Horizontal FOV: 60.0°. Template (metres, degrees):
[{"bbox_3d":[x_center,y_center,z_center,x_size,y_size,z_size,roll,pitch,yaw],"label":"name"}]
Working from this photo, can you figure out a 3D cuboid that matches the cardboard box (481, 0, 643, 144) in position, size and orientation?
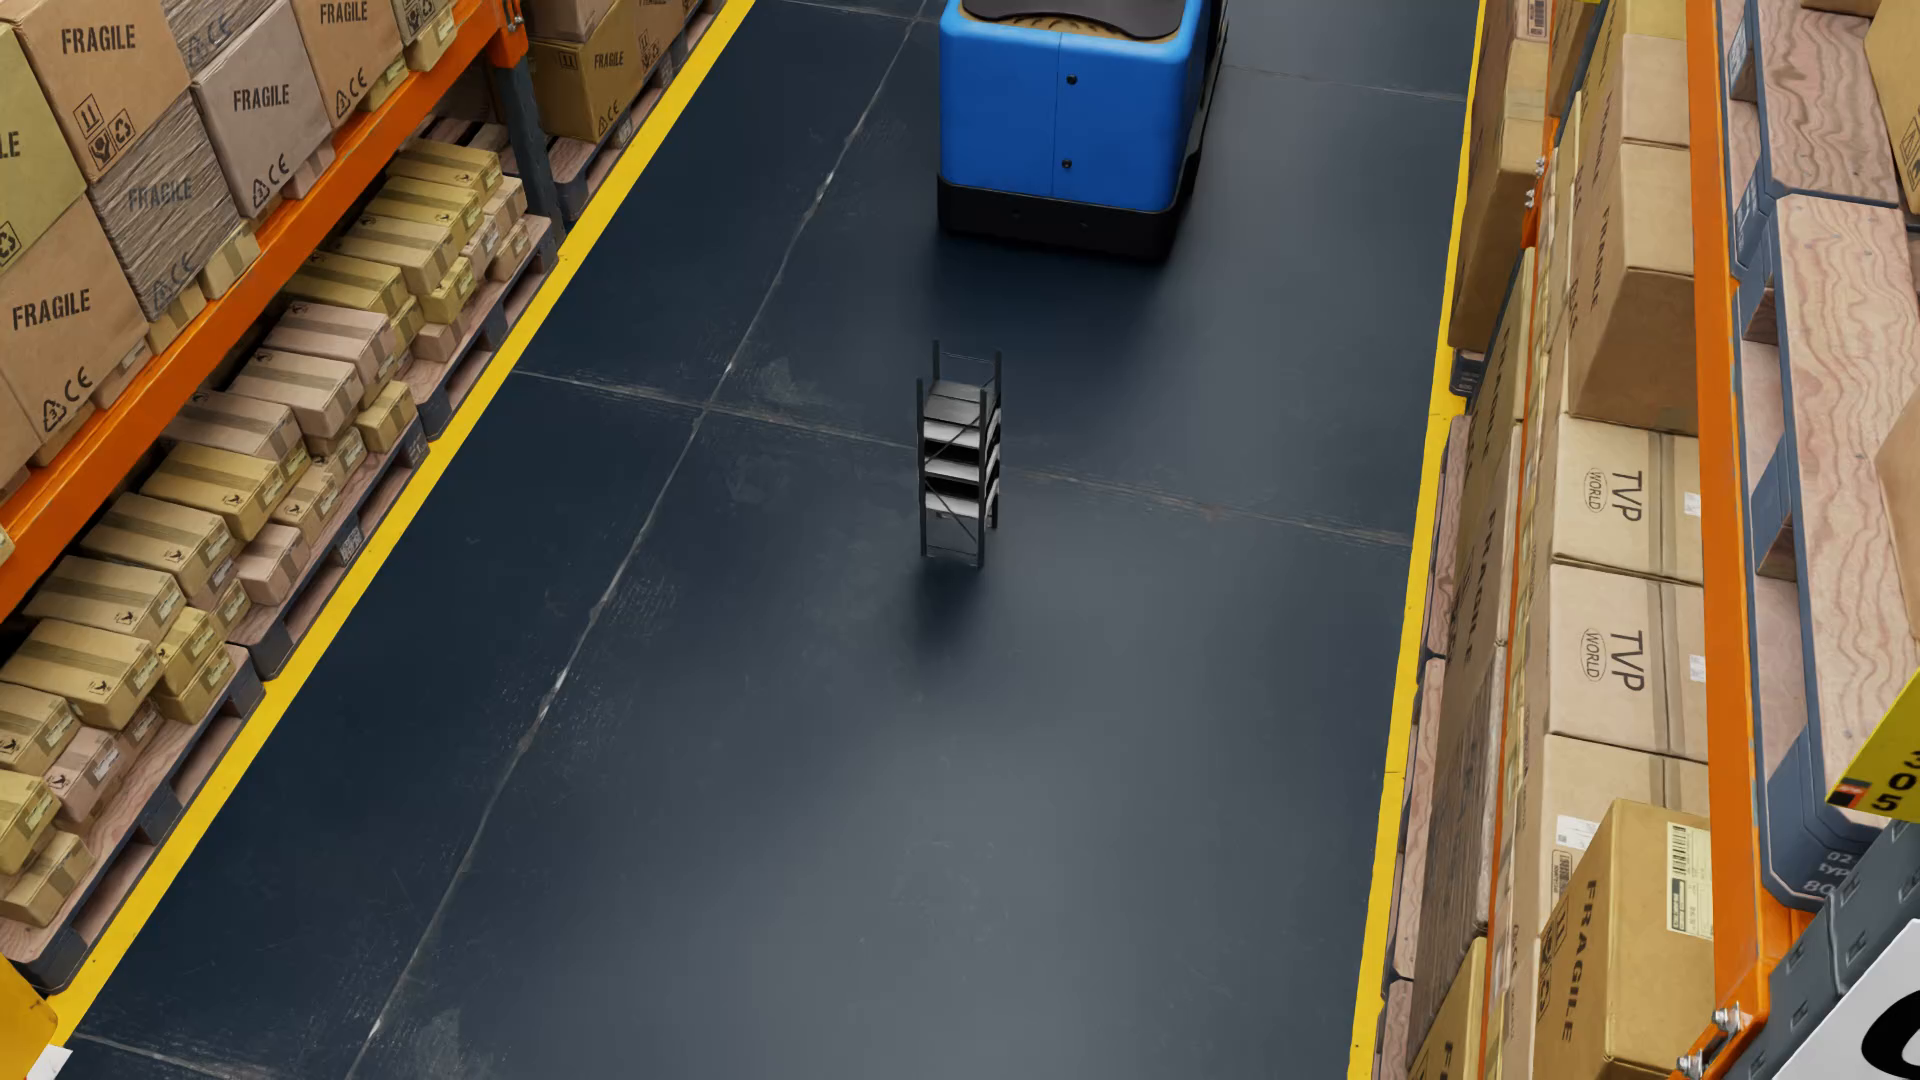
[{"bbox_3d":[-1.808,-2.194,7.573,0.500,0.500,0.500,13,50,11],"label":"cardboard box"}]

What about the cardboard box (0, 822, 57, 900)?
[{"bbox_3d":[-2.925,0.871,4.904,0.380,0.149,0.250,13,50,12],"label":"cardboard box"}]

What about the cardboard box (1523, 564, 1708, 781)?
[{"bbox_3d":[1.587,0.358,3.835,0.500,0.250,0.500,10,49,9],"label":"cardboard box"}]

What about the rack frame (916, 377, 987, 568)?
[{"bbox_3d":[-0.029,-0.218,5.843,0.240,0.900,0.006,12,50,10],"label":"rack frame"}]

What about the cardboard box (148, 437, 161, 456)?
[{"bbox_3d":[-2.985,-0.459,5.879,0.380,0.149,0.250,12,50,10],"label":"cardboard box"}]

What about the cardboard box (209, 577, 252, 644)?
[{"bbox_3d":[-2.667,0.229,5.669,0.380,0.149,0.250,12,50,10],"label":"cardboard box"}]

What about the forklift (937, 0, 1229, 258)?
[{"bbox_3d":[0.735,-3.328,7.233,1.130,2.935,3.031,10,49,9],"label":"forklift"}]

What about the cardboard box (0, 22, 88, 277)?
[{"bbox_3d":[-2.651,-0.980,4.182,0.500,0.500,0.500,11,49,9],"label":"cardboard box"}]

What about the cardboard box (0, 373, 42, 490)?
[{"bbox_3d":[-2.810,-0.301,4.250,0.500,0.500,0.500,12,50,10],"label":"cardboard box"}]

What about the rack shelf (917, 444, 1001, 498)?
[{"bbox_3d":[-0.002,-0.270,5.932,0.258,0.077,0.200,12,50,10],"label":"rack shelf"}]

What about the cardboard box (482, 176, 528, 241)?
[{"bbox_3d":[-2.034,-1.404,6.911,0.380,0.149,0.250,12,50,11],"label":"cardboard box"}]

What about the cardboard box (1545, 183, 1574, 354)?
[{"bbox_3d":[1.988,-0.750,4.813,0.500,0.250,0.500,11,50,10],"label":"cardboard box"}]

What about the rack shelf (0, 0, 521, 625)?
[{"bbox_3d":[-2.784,-0.715,5.361,1.077,0.370,4.000,12,50,10],"label":"rack shelf"}]

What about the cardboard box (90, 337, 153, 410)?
[{"bbox_3d":[-2.637,-0.548,4.901,0.380,0.149,0.250,11,49,9],"label":"cardboard box"}]

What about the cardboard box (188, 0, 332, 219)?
[{"bbox_3d":[-2.383,-1.391,5.212,0.500,0.500,0.500,11,50,10],"label":"cardboard box"}]

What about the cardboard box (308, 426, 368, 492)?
[{"bbox_3d":[-2.438,-0.321,6.154,0.380,0.149,0.250,12,50,11],"label":"cardboard box"}]

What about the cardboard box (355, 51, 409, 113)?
[{"bbox_3d":[-2.198,-1.675,5.895,0.380,0.149,0.250,13,50,12],"label":"cardboard box"}]

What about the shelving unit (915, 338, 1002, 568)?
[{"bbox_3d":[-0.002,-0.292,5.907,0.258,0.900,0.210,12,50,10],"label":"shelving unit"}]

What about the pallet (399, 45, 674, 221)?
[{"bbox_3d":[-2.055,-2.041,7.910,1.003,0.211,1.213,12,50,10],"label":"pallet"}]

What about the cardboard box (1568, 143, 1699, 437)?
[{"bbox_3d":[1.858,-0.617,4.196,0.500,0.500,0.500,10,49,9],"label":"cardboard box"}]

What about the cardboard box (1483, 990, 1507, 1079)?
[{"bbox_3d":[1.290,1.117,3.431,0.380,0.149,0.250,12,50,10],"label":"cardboard box"}]

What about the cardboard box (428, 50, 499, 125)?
[{"bbox_3d":[-2.306,-2.297,7.664,0.500,0.500,0.500,11,49,9],"label":"cardboard box"}]

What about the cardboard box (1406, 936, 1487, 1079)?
[{"bbox_3d":[1.539,1.630,3.947,0.875,0.875,0.875,12,50,10],"label":"cardboard box"}]

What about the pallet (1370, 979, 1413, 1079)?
[{"bbox_3d":[1.583,1.874,4.455,1.003,0.211,1.213,12,50,10],"label":"pallet"}]

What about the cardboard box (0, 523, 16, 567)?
[{"bbox_3d":[-2.760,0.030,4.390,0.380,0.149,0.250,10,49,9],"label":"cardboard box"}]

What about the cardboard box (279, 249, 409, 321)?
[{"bbox_3d":[-2.332,-0.937,6.301,0.380,0.149,0.250,13,50,11],"label":"cardboard box"}]

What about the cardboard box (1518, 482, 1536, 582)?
[{"bbox_3d":[1.693,0.011,4.407,0.380,0.149,0.250,10,49,9],"label":"cardboard box"}]

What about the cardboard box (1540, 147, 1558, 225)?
[{"bbox_3d":[2.102,-1.117,5.403,0.380,0.149,0.250,12,50,10],"label":"cardboard box"}]

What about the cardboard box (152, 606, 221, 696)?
[{"bbox_3d":[-2.648,0.325,5.385,0.380,0.149,0.250,13,50,11],"label":"cardboard box"}]

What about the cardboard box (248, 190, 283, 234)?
[{"bbox_3d":[-2.451,-1.117,5.403,0.380,0.149,0.250,11,49,9],"label":"cardboard box"}]

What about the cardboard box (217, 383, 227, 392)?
[{"bbox_3d":[-2.968,-0.552,6.159,0.380,0.149,0.250,11,50,10],"label":"cardboard box"}]

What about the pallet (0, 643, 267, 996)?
[{"bbox_3d":[-3.043,0.780,5.421,1.003,0.211,1.213,12,50,10],"label":"pallet"}]

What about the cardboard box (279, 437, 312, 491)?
[{"bbox_3d":[-2.557,-0.283,5.922,0.380,0.149,0.250,14,50,12],"label":"cardboard box"}]

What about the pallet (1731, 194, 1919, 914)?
[{"bbox_3d":[1.633,0.043,2.270,1.003,0.211,1.213,12,50,10],"label":"pallet"}]

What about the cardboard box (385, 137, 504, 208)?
[{"bbox_3d":[-2.101,-1.484,6.783,0.380,0.149,0.250,13,50,11],"label":"cardboard box"}]

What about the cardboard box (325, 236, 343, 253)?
[{"bbox_3d":[-2.672,-1.111,6.653,0.380,0.149,0.250,11,50,10],"label":"cardboard box"}]

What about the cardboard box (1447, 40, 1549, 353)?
[{"bbox_3d":[2.650,-1.251,6.490,1.225,0.875,0.875,12,50,10],"label":"cardboard box"}]

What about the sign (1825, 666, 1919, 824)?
[{"bbox_3d":[0.928,0.169,1.562,0.100,0.325,0.005,12,50,10],"label":"sign"}]

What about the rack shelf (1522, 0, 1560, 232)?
[{"bbox_3d":[3.027,-2.557,6.986,1.077,0.370,4.000,12,50,10],"label":"rack shelf"}]

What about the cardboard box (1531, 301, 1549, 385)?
[{"bbox_3d":[1.896,-0.546,4.898,0.380,0.149,0.250,10,49,9],"label":"cardboard box"}]

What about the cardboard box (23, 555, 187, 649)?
[{"bbox_3d":[-2.713,0.213,5.286,0.380,0.149,0.250,9,49,8],"label":"cardboard box"}]

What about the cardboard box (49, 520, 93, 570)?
[{"bbox_3d":[-3.188,0.008,5.665,0.380,0.149,0.250,12,50,11],"label":"cardboard box"}]

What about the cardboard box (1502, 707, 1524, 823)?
[{"bbox_3d":[1.491,0.567,3.917,0.380,0.149,0.250,11,49,9],"label":"cardboard box"}]

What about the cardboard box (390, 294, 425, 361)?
[{"bbox_3d":[-2.308,-0.846,6.419,0.380,0.149,0.250,12,50,10],"label":"cardboard box"}]

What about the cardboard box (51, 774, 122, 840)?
[{"bbox_3d":[-2.874,0.776,5.186,0.380,0.149,0.250,11,50,10],"label":"cardboard box"}]

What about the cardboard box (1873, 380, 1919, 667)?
[{"bbox_3d":[1.533,-0.039,1.870,0.700,0.500,0.500,9,49,8],"label":"cardboard box"}]

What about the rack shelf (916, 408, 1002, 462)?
[{"bbox_3d":[-0.002,-0.389,5.797,0.258,0.077,0.200,12,50,10],"label":"rack shelf"}]

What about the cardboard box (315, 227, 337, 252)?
[{"bbox_3d":[-2.697,-1.204,6.537,0.380,0.149,0.250,11,49,10],"label":"cardboard box"}]

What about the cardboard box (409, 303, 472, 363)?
[{"bbox_3d":[-2.189,-0.869,6.638,0.380,0.149,0.250,10,49,9],"label":"cardboard box"}]

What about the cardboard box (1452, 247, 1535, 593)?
[{"bbox_3d":[2.250,-0.322,5.671,0.875,0.875,0.875,12,50,10],"label":"cardboard box"}]

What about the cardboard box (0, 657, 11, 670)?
[{"bbox_3d":[-3.251,0.496,5.433,0.380,0.149,0.250,11,50,10],"label":"cardboard box"}]

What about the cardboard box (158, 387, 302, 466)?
[{"bbox_3d":[-2.544,-0.368,5.798,0.380,0.149,0.250,12,50,10],"label":"cardboard box"}]

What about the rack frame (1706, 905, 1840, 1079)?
[{"bbox_3d":[1.448,1.545,2.886,1.000,3.000,0.127,12,50,10],"label":"rack frame"}]

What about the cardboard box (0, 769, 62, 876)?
[{"bbox_3d":[-2.845,0.789,4.778,0.380,0.149,0.250,10,49,8],"label":"cardboard box"}]
